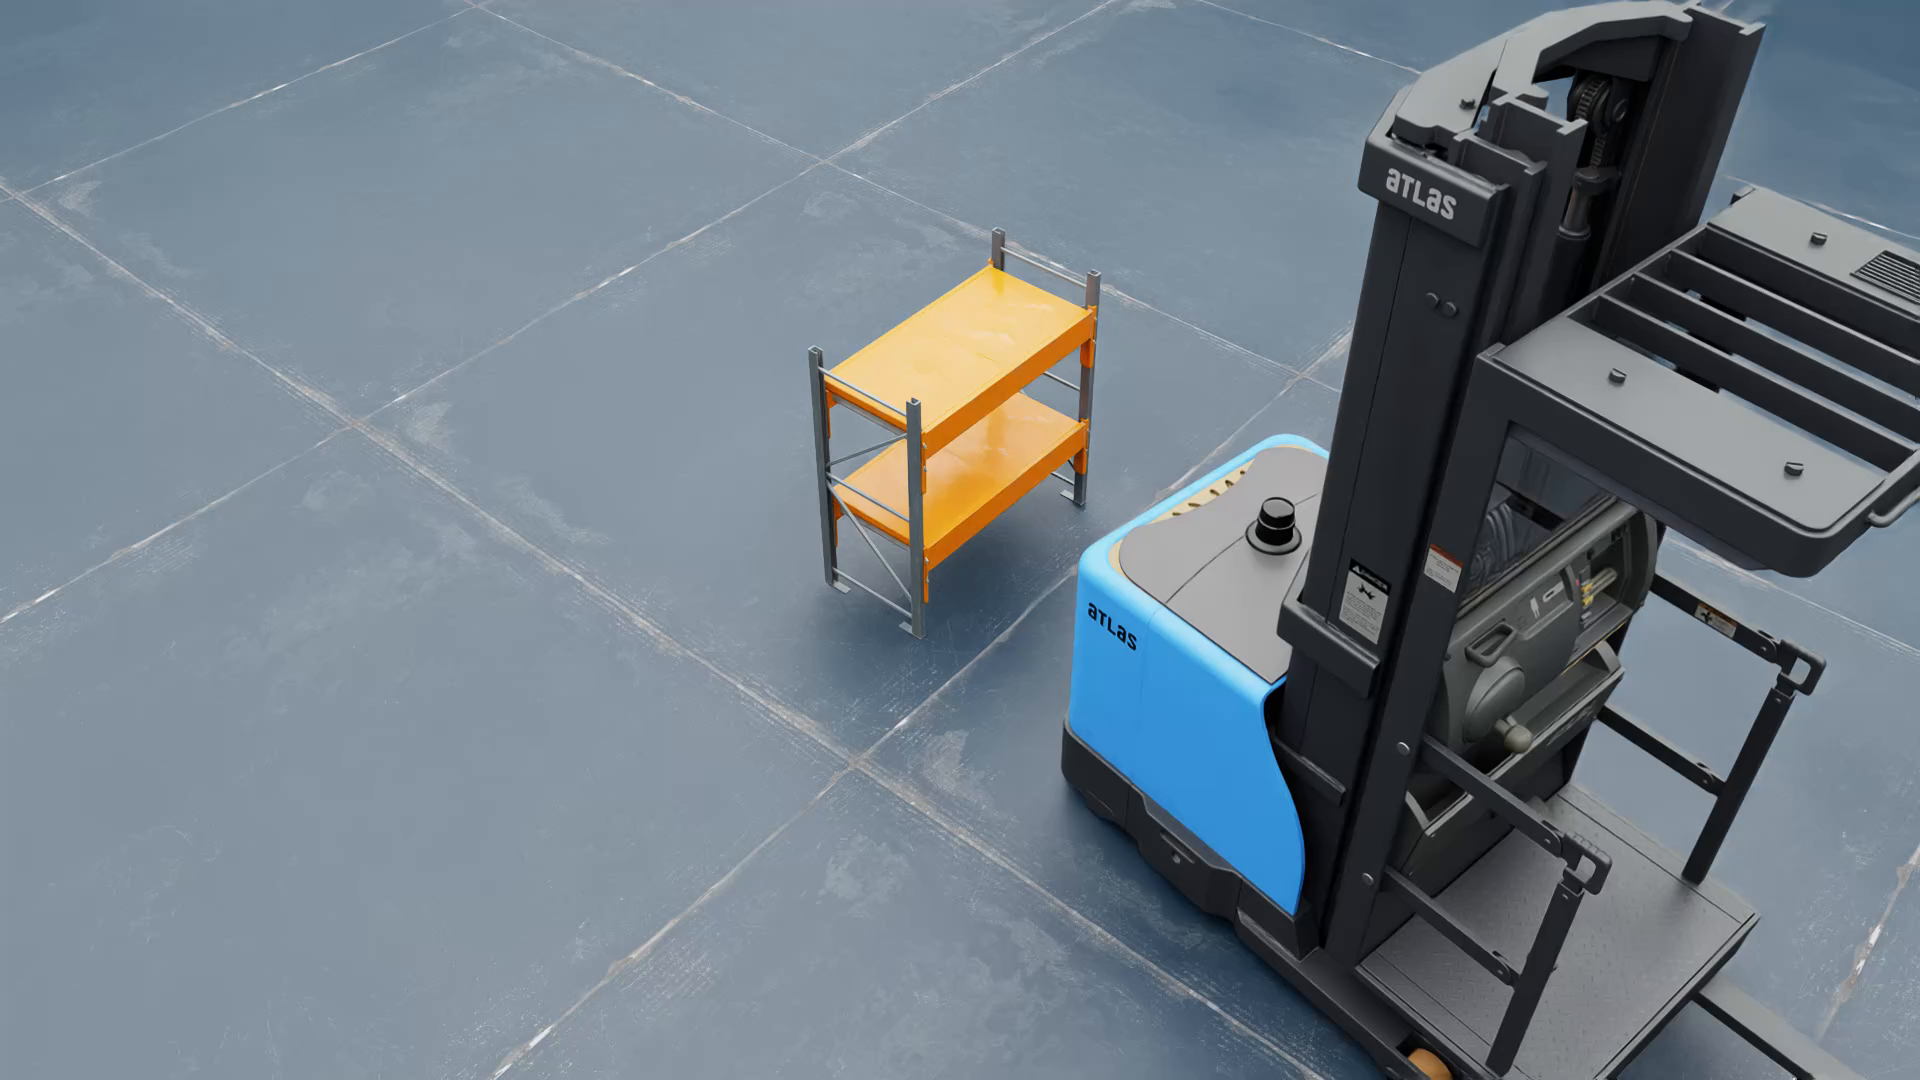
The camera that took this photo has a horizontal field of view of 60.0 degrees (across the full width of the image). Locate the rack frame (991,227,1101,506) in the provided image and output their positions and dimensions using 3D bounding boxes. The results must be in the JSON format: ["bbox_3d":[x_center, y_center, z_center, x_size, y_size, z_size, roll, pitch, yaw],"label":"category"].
[{"bbox_3d":[0.323,-0.674,6.656,0.500,1.125,0.032,29,50,28],"label":"rack frame"}]

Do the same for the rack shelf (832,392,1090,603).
[{"bbox_3d":[-0.004,-0.232,6.532,0.538,0.278,1.000,29,50,28],"label":"rack shelf"}]

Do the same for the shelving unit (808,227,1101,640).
[{"bbox_3d":[-0.004,-0.413,6.368,0.538,1.125,1.048,29,50,28],"label":"shelving unit"}]

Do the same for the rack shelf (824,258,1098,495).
[{"bbox_3d":[-0.004,-0.629,6.171,0.538,0.278,1.000,29,50,28],"label":"rack shelf"}]

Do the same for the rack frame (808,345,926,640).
[{"bbox_3d":[-0.332,-0.151,6.080,0.500,1.125,0.032,29,50,28],"label":"rack frame"}]

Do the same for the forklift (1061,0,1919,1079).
[{"bbox_3d":[1.690,0.294,4.249,1.130,2.935,3.031,-30,50,-29],"label":"forklift"}]
